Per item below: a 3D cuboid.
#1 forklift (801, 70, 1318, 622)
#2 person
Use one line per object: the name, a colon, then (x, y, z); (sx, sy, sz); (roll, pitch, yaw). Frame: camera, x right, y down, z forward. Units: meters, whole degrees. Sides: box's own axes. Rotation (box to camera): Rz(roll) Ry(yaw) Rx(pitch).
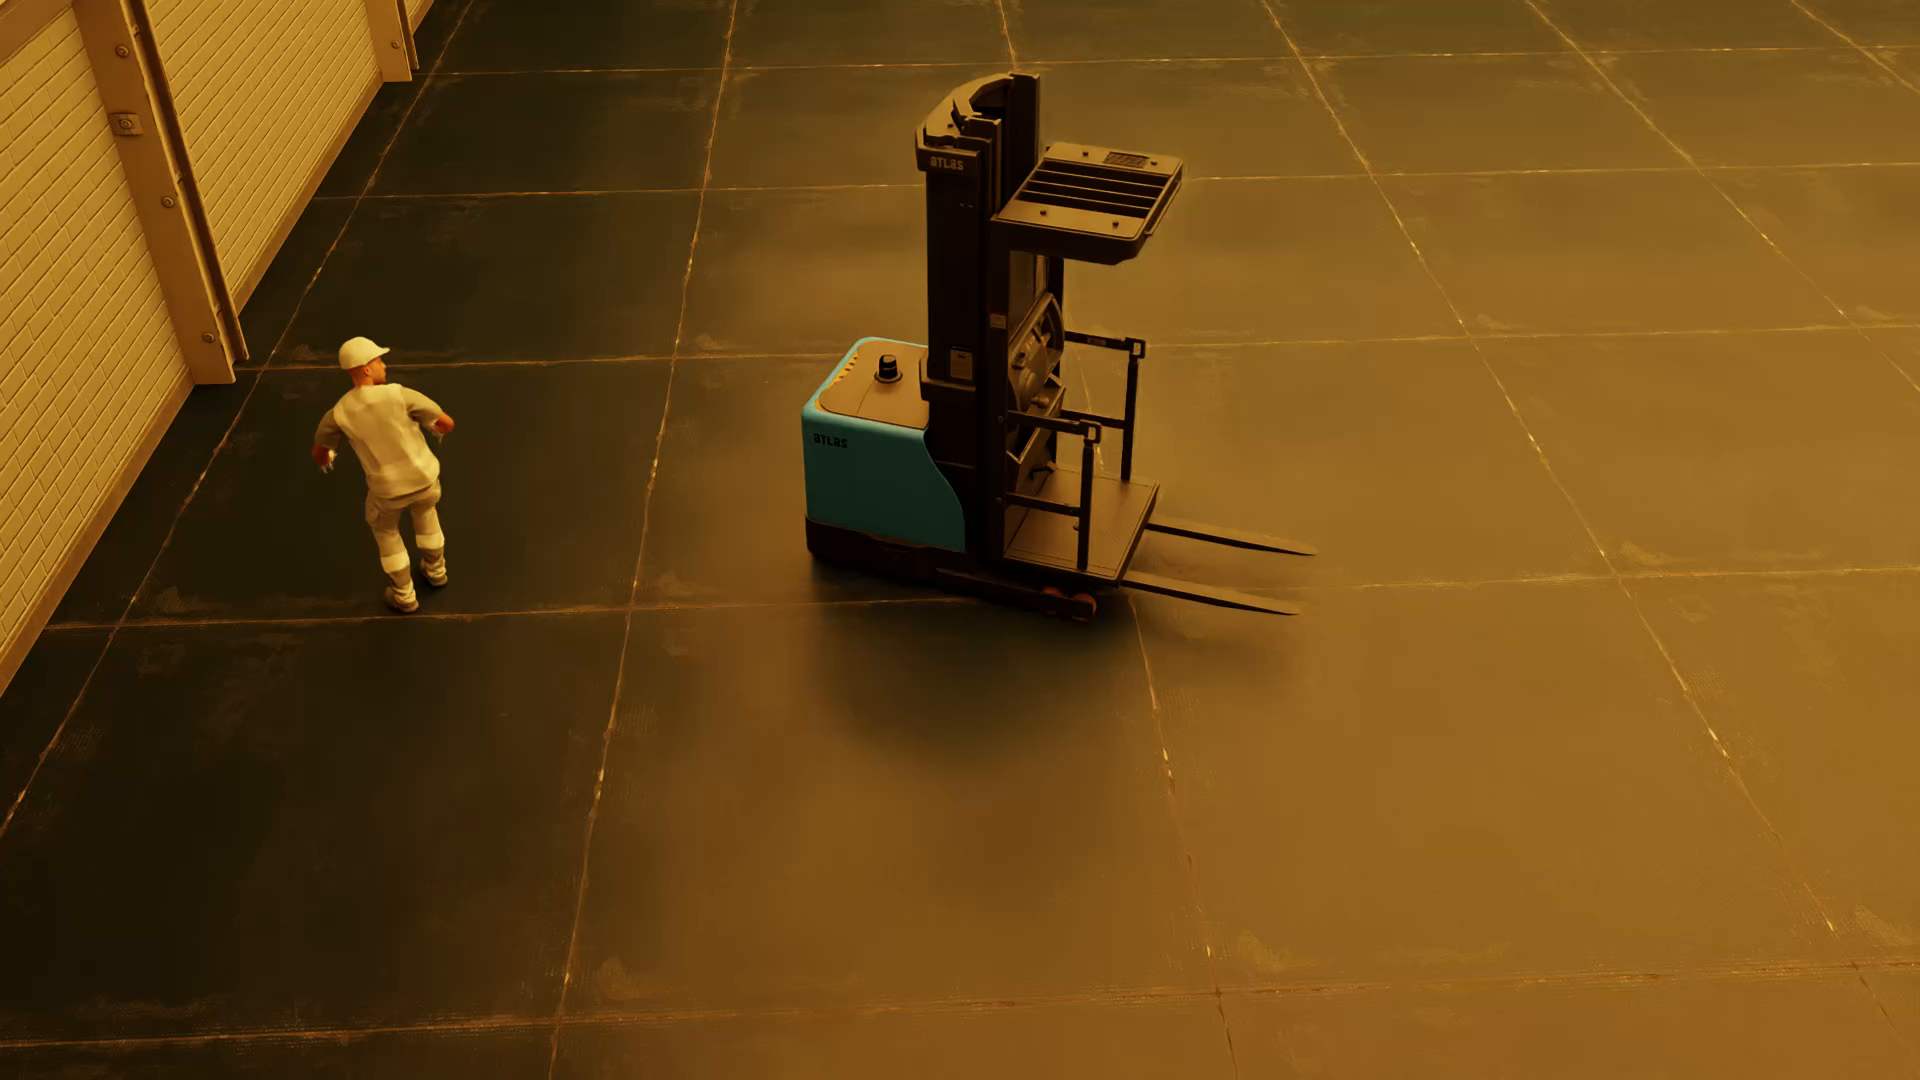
forklift: (0.623, -1.056, 9.461); (3.031, 2.935, 1.130); (12, 38, 15)
person: (-3.287, -0.392, 9.604); (0.776, 1.727, 0.576); (-15, 39, -20)
